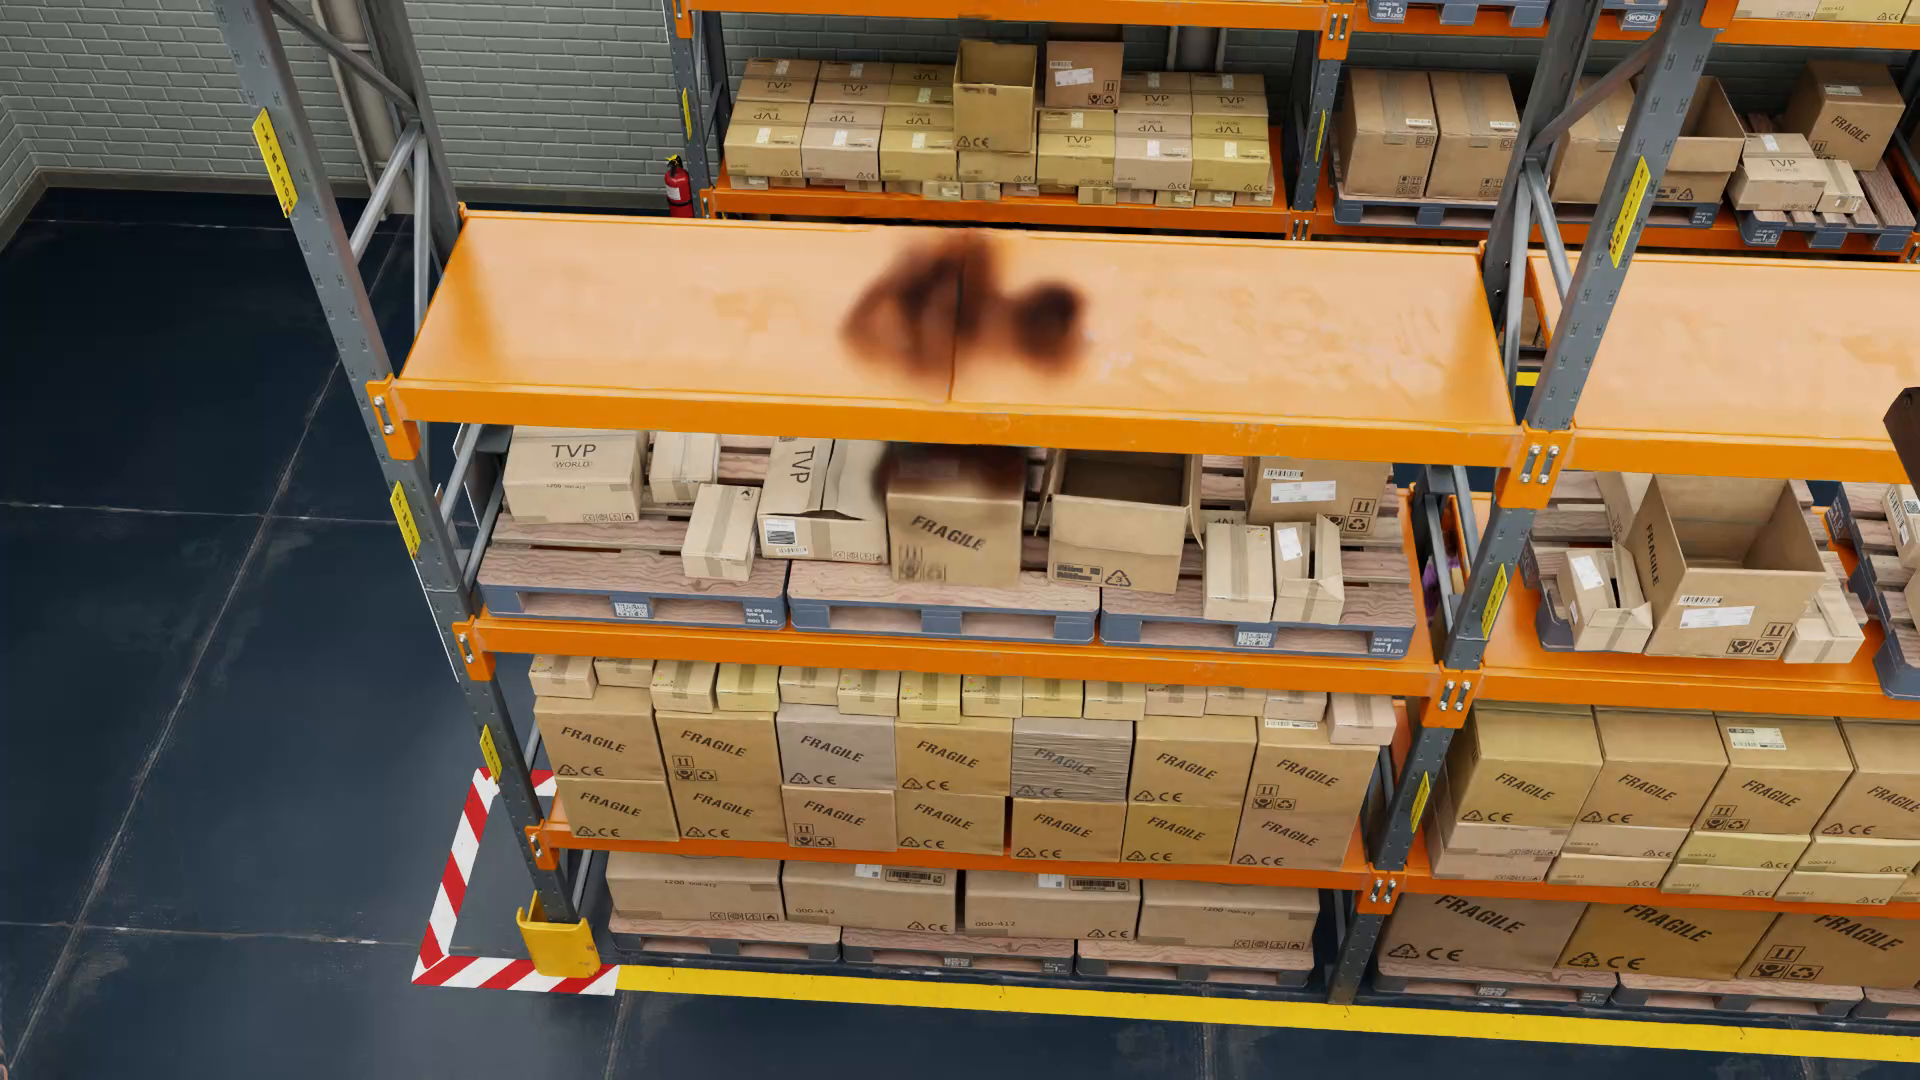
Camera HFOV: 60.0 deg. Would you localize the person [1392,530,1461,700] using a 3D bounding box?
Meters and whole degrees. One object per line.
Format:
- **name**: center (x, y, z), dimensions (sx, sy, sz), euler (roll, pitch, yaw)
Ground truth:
- **person**: center (2.682, 0.379, 9.357), dimensions (0.496, 1.562, 0.546), euler (-3, 48, -2)
